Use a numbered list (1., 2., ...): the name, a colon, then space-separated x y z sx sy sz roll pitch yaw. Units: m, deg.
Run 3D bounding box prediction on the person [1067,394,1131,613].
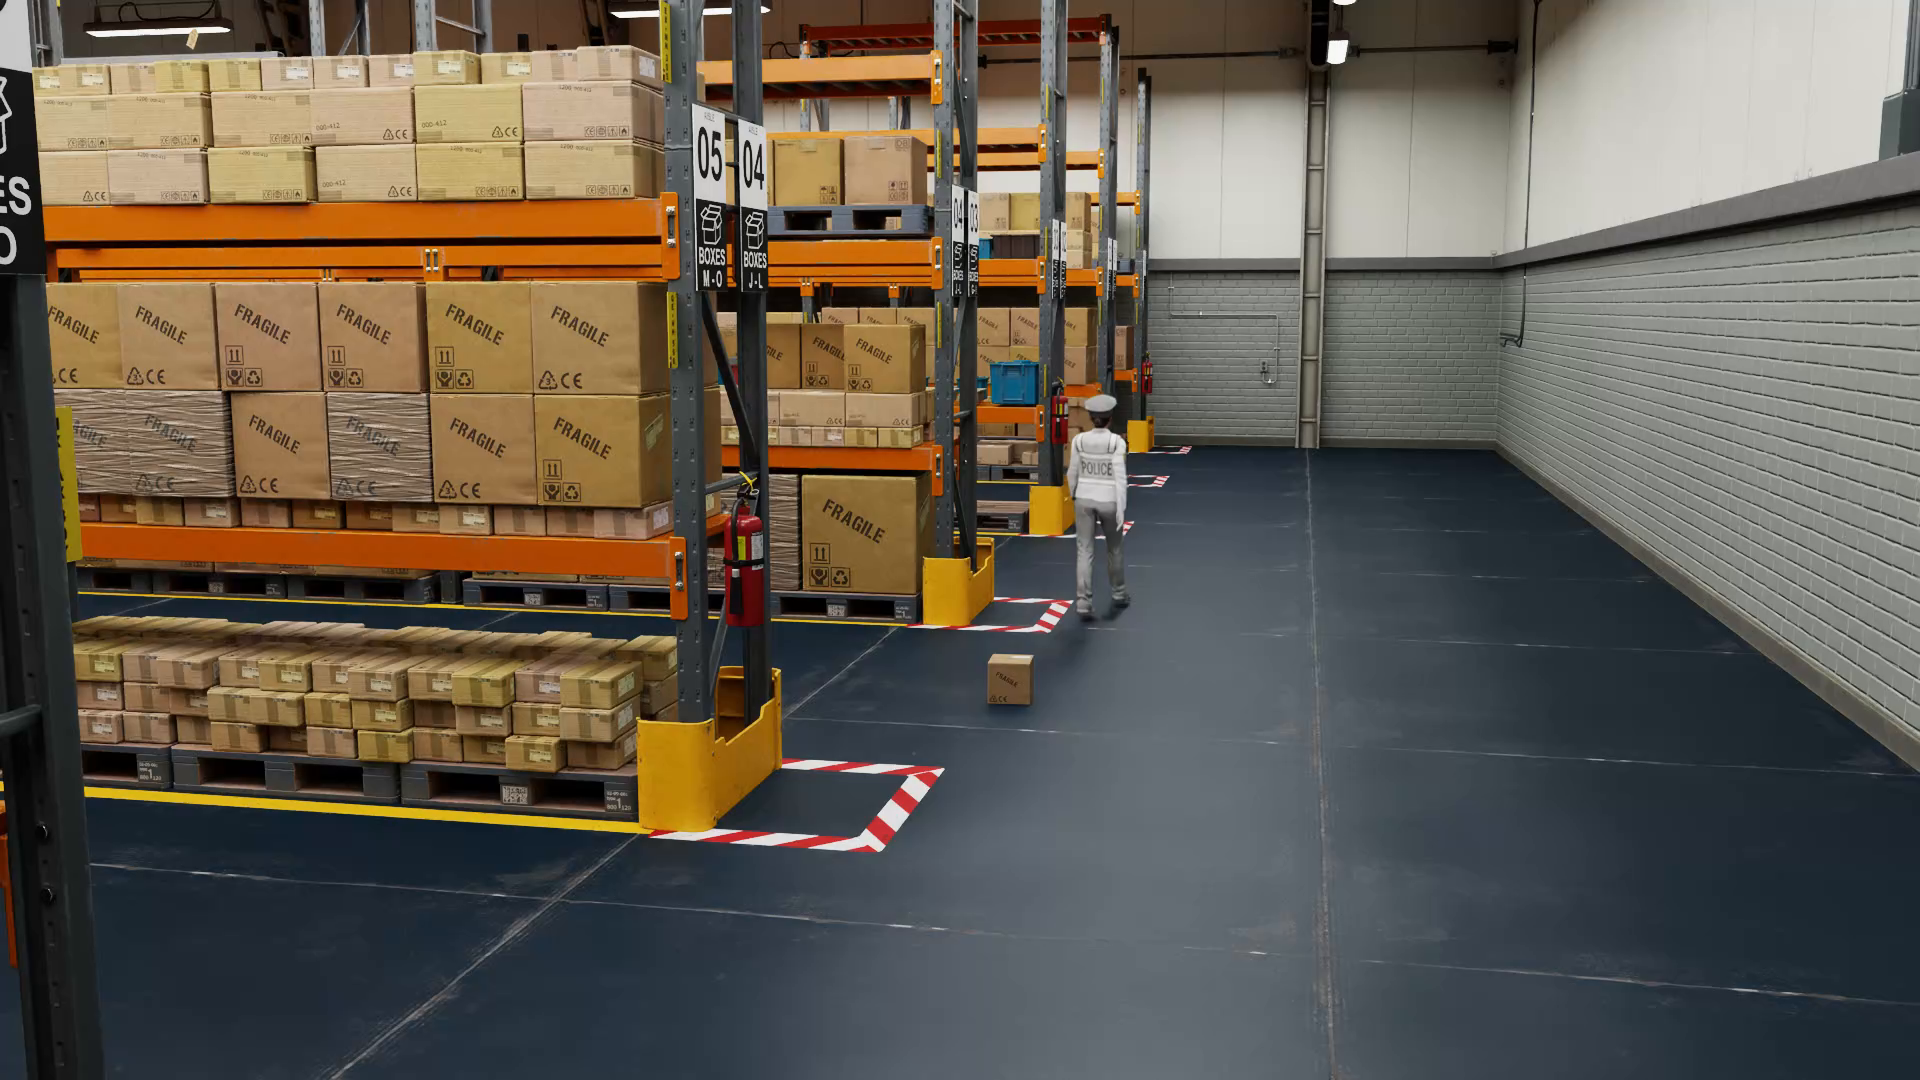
1. person: 1.064 -0.300 12.731 0.489 1.638 0.962 2 8 13
